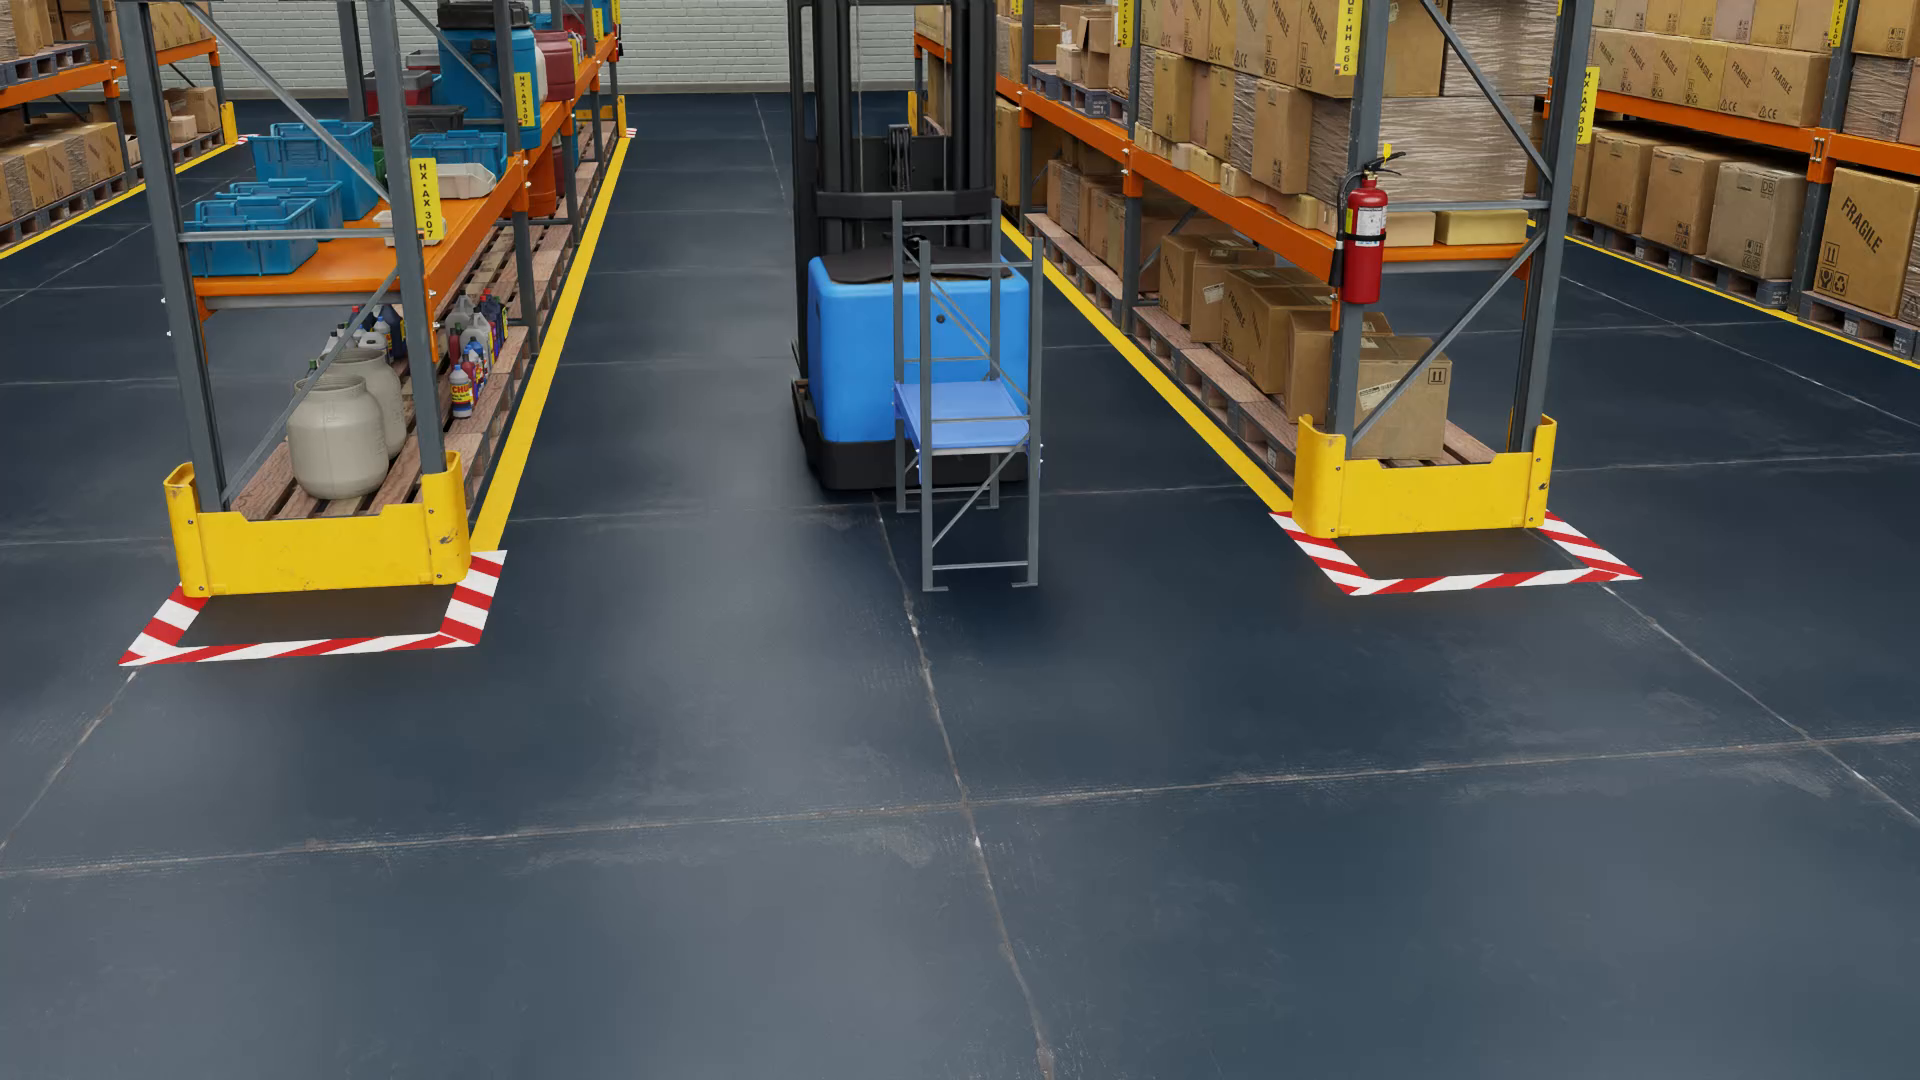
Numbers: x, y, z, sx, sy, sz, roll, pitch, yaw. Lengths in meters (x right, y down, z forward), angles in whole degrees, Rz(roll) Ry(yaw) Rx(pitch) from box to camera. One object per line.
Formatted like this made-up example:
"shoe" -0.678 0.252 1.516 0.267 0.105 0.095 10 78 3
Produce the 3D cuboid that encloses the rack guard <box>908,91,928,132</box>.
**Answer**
"rack guard" -0.109 -5.850 22.664 1.175 0.500 0.348 -3 21 -8

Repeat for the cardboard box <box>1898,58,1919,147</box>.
"cardboard box" 6.713 -2.827 10.783 0.875 0.550 0.550 -3 21 -8

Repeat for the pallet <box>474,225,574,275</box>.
"pallet" -3.781 -2.416 13.884 1.003 0.211 1.213 -3 21 -8

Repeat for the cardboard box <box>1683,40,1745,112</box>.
"cardboard box" 6.061 -3.637 13.023 0.500 0.500 0.500 -3 21 -7

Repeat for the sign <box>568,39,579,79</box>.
"sign" -3.311 -4.099 14.172 0.100 0.325 0.005 -3 21 -8

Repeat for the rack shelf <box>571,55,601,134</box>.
"rack shelf" -4.142 -4.348 16.099 1.077 0.370 4.000 -3 21 -8

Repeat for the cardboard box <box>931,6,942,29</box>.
"cardboard box" -0.073 -6.367 20.267 0.500 0.250 0.500 -3 21 -9

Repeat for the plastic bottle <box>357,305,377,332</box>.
"plastic bottle" -3.572 -1.273 9.993 0.144 0.351 0.185 -2 21 -6

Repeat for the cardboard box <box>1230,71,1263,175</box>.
"cardboard box" 1.928 -2.193 8.733 0.875 0.500 0.500 -3 21 -8

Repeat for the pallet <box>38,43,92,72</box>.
"pallet" -9.325 -4.757 16.440 1.003 0.211 1.213 -3 21 -8

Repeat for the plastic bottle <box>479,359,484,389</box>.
"plastic bottle" -2.732 -0.949 9.341 0.097 0.201 0.097 0 20 0

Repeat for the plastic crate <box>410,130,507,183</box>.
"plastic crate" -2.849 -2.169 9.448 0.499 0.251 0.616 -3 21 -8

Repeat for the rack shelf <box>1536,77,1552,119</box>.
"rack shelf" 5.682 -4.813 17.344 1.077 0.370 4.000 -3 21 -8

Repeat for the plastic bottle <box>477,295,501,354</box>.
"plastic bottle" -2.872 -1.298 10.062 0.144 0.351 0.185 -4 21 -10

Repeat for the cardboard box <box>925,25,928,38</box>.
"cardboard box" -0.231 -6.399 20.922 0.380 0.149 0.250 -3 21 -9

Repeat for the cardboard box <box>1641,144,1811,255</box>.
"cardboard box" 6.233 -2.760 13.434 1.050 0.750 0.750 -3 21 -8

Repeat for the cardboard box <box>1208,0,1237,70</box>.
"cardboard box" 1.665 -2.825 8.995 0.500 0.500 0.500 -3 21 -8

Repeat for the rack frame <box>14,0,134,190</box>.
"rack frame" -9.333 -5.129 17.162 1.000 3.000 0.127 -3 21 -8

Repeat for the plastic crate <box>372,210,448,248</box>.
"plastic crate" -2.511 -1.425 7.622 0.298 0.136 0.250 -3 21 -8

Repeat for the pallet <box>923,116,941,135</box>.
"pallet" 0.087 -5.433 21.961 1.003 0.211 1.213 -3 21 -8

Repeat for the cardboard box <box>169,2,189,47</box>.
"cardboard box" -9.431 -6.067 19.530 0.500 0.500 0.500 -3 21 -7

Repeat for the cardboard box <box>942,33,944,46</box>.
"cardboard box" -0.009 -5.866 19.494 0.380 0.149 0.250 -3 21 -7

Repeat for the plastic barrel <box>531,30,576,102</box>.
"plastic barrel" -3.487 -3.911 13.706 0.600 0.536 0.708 -3 21 -8

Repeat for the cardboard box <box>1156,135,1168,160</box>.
"cardboard box" 1.444 -2.478 10.423 0.380 0.149 0.250 -3 21 -8

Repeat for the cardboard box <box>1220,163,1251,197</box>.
"cardboard box" 1.635 -1.957 9.029 0.380 0.149 0.250 -3 21 -8

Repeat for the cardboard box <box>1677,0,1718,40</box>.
"cardboard box" 6.249 -4.288 13.337 0.700 0.500 0.500 -3 21 -8

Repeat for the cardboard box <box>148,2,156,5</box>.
"cardboard box" -9.271 -6.178 18.399 0.500 0.500 0.500 -4 21 -9

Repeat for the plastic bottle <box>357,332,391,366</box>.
"plastic bottle" -3.340 -1.041 9.481 0.152 0.276 0.135 -3 21 -8

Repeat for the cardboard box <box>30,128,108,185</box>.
"cardboard box" -8.915 -3.836 16.644 0.500 0.500 0.500 -3 21 -8

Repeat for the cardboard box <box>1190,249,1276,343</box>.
"cardboard box" 1.732 -1.545 10.538 0.500 0.500 0.500 4 21 9

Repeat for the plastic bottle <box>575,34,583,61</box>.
"plastic bottle" -3.975 -5.125 17.318 0.061 0.283 0.133 -3 21 -8

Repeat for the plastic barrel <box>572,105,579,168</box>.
"plastic barrel" -4.369 -4.402 17.614 0.600 0.901 0.708 -3 21 -8

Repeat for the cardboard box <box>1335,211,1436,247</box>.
"cardboard box" 1.955 -1.443 7.652 0.380 0.149 0.250 -3 21 -8

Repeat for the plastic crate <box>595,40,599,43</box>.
"plastic crate" -4.457 -6.014 19.685 0.416 0.233 0.300 -3 21 -8

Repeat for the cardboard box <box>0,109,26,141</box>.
"cardboard box" -9.360 -3.990 15.983 0.500 0.250 0.500 -3 21 -8

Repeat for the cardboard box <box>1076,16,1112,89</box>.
"cardboard box" 1.283 -3.698 12.583 0.797 0.503 0.637 -1 20 -2

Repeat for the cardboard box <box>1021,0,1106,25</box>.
"cardboard box" 0.958 -5.013 15.275 0.797 0.503 0.637 -2 21 -6

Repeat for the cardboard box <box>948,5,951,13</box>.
"cardboard box" 0.140 -6.194 18.729 0.500 0.500 0.500 -2 21 -6

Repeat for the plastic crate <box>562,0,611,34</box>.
"plastic crate" -4.774 -6.701 21.233 0.616 0.435 0.499 -3 21 -8

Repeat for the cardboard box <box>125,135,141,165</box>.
"cardboard box" -9.179 -4.232 17.974 0.500 0.311 0.500 -3 21 -8

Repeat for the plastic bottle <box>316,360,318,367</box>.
"plastic bottle" -3.408 -0.855 8.983 0.152 0.276 0.135 -3 21 -7

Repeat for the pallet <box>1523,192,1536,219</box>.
"pallet" 5.859 -3.422 16.577 1.003 0.211 1.213 -3 21 -8

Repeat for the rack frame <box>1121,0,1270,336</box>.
"rack frame" 1.624 -2.858 11.080 1.000 3.000 0.127 -3 21 -8

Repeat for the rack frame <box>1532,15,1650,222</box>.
"rack frame" 5.970 -4.458 15.364 1.000 3.000 0.127 -3 21 -8

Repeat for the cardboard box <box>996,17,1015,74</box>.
"cardboard box" 0.587 -4.800 16.139 0.500 0.500 0.500 -4 21 -10

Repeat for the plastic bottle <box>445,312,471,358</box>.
"plastic bottle" -3.015 -1.247 10.032 0.152 0.276 0.135 -3 21 -8

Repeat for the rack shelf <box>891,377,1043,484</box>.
"rack shelf" 0.012 -0.505 7.438 0.538 0.185 1.000 -3 21 -8

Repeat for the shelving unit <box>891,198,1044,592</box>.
"shelving unit" 0.012 -0.673 7.375 0.538 1.500 1.048 -3 21 -8

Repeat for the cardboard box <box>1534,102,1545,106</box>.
"cardboard box" 6.037 -4.261 16.739 0.500 0.250 0.500 -3 21 -8

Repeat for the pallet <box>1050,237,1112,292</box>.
"pallet" 1.331 -2.244 13.423 1.003 0.211 1.213 -3 21 -8

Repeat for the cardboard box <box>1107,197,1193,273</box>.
"cardboard box" 1.507 -2.272 12.457 0.700 0.500 0.500 -3 21 -8

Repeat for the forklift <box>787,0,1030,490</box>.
"forklift" -0.391 -2.098 9.145 1.130 2.935 3.031 -3 21 -9

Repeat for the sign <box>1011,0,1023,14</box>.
"sign" 0.499 -4.756 14.508 0.100 0.325 0.005 -3 21 -8

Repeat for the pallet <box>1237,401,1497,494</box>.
"pallet" 2.107 -0.476 8.688 1.003 0.211 1.213 -3 21 -8
